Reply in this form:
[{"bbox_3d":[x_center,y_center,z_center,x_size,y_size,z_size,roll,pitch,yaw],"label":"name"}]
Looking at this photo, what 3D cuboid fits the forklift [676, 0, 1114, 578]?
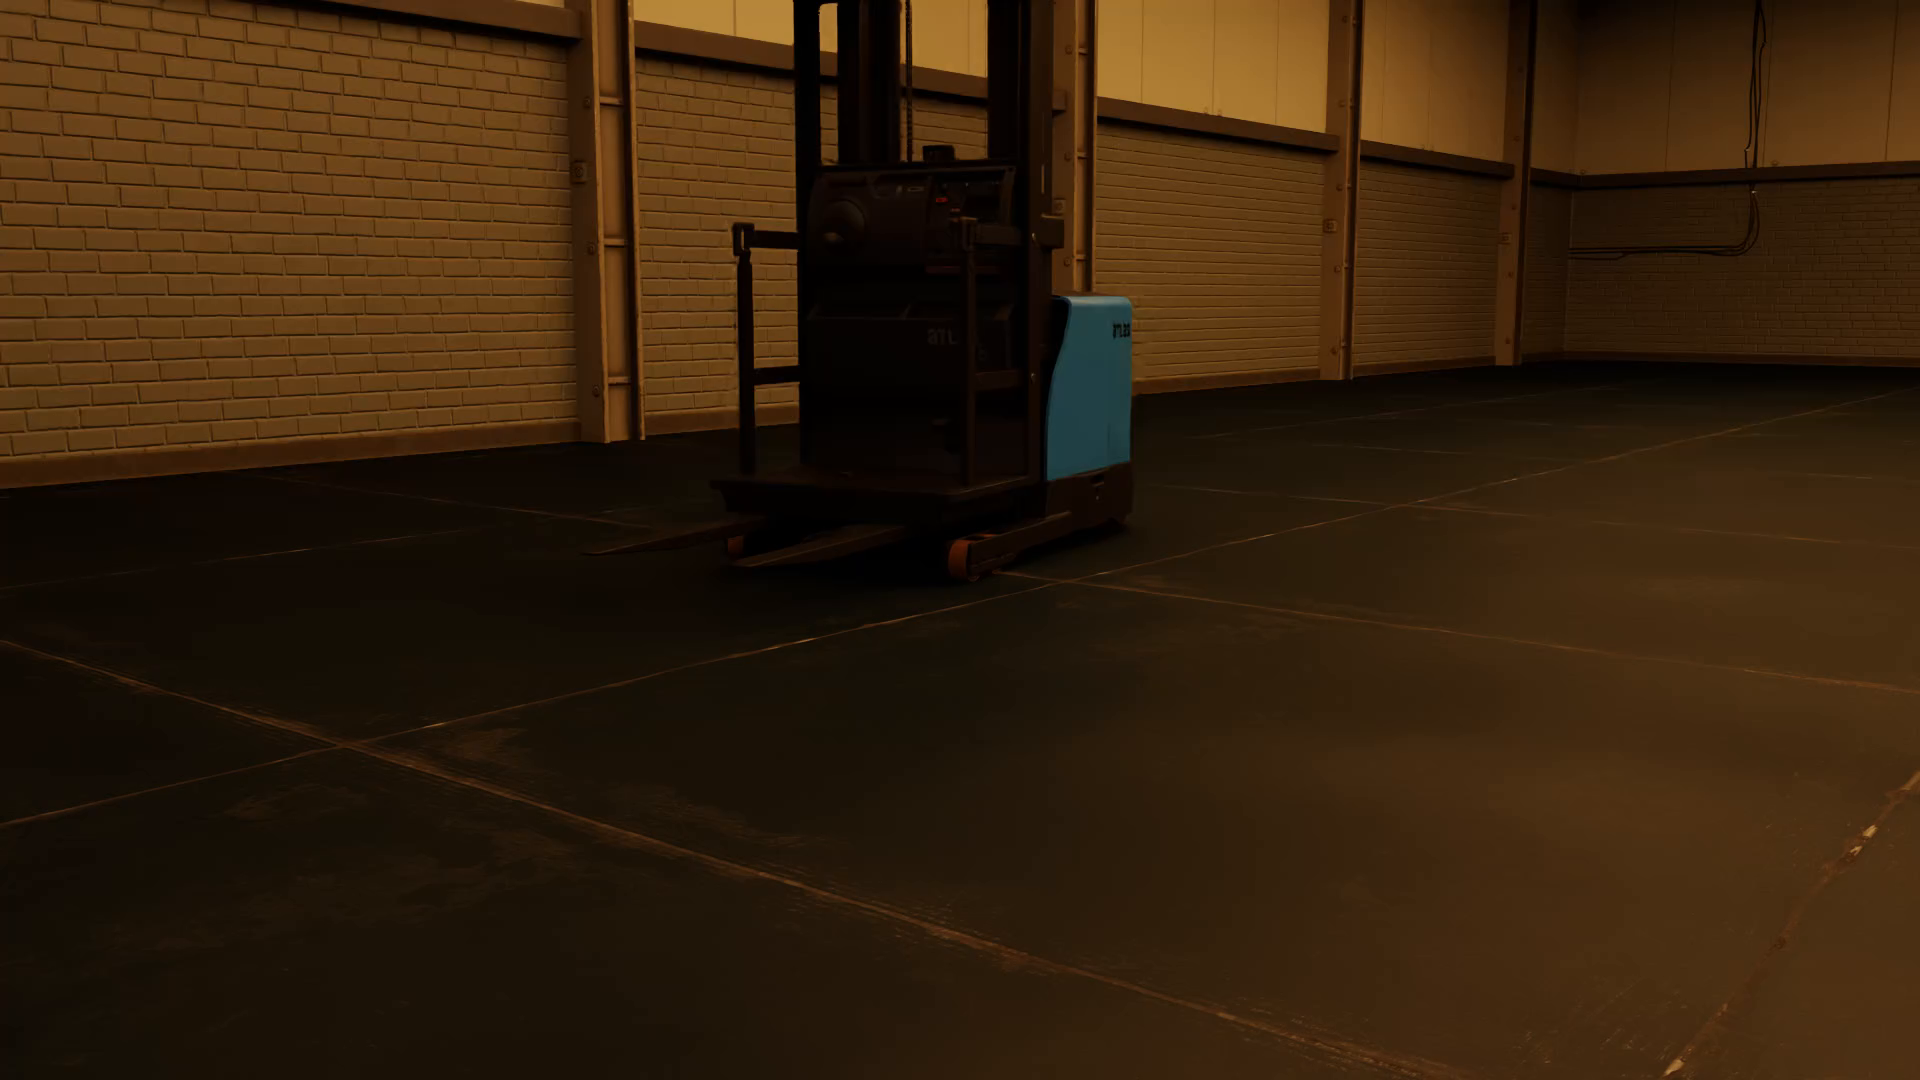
[{"bbox_3d":[-0.176,-1.366,6.616,1.130,2.935,3.031,3,9,17],"label":"forklift"}]
